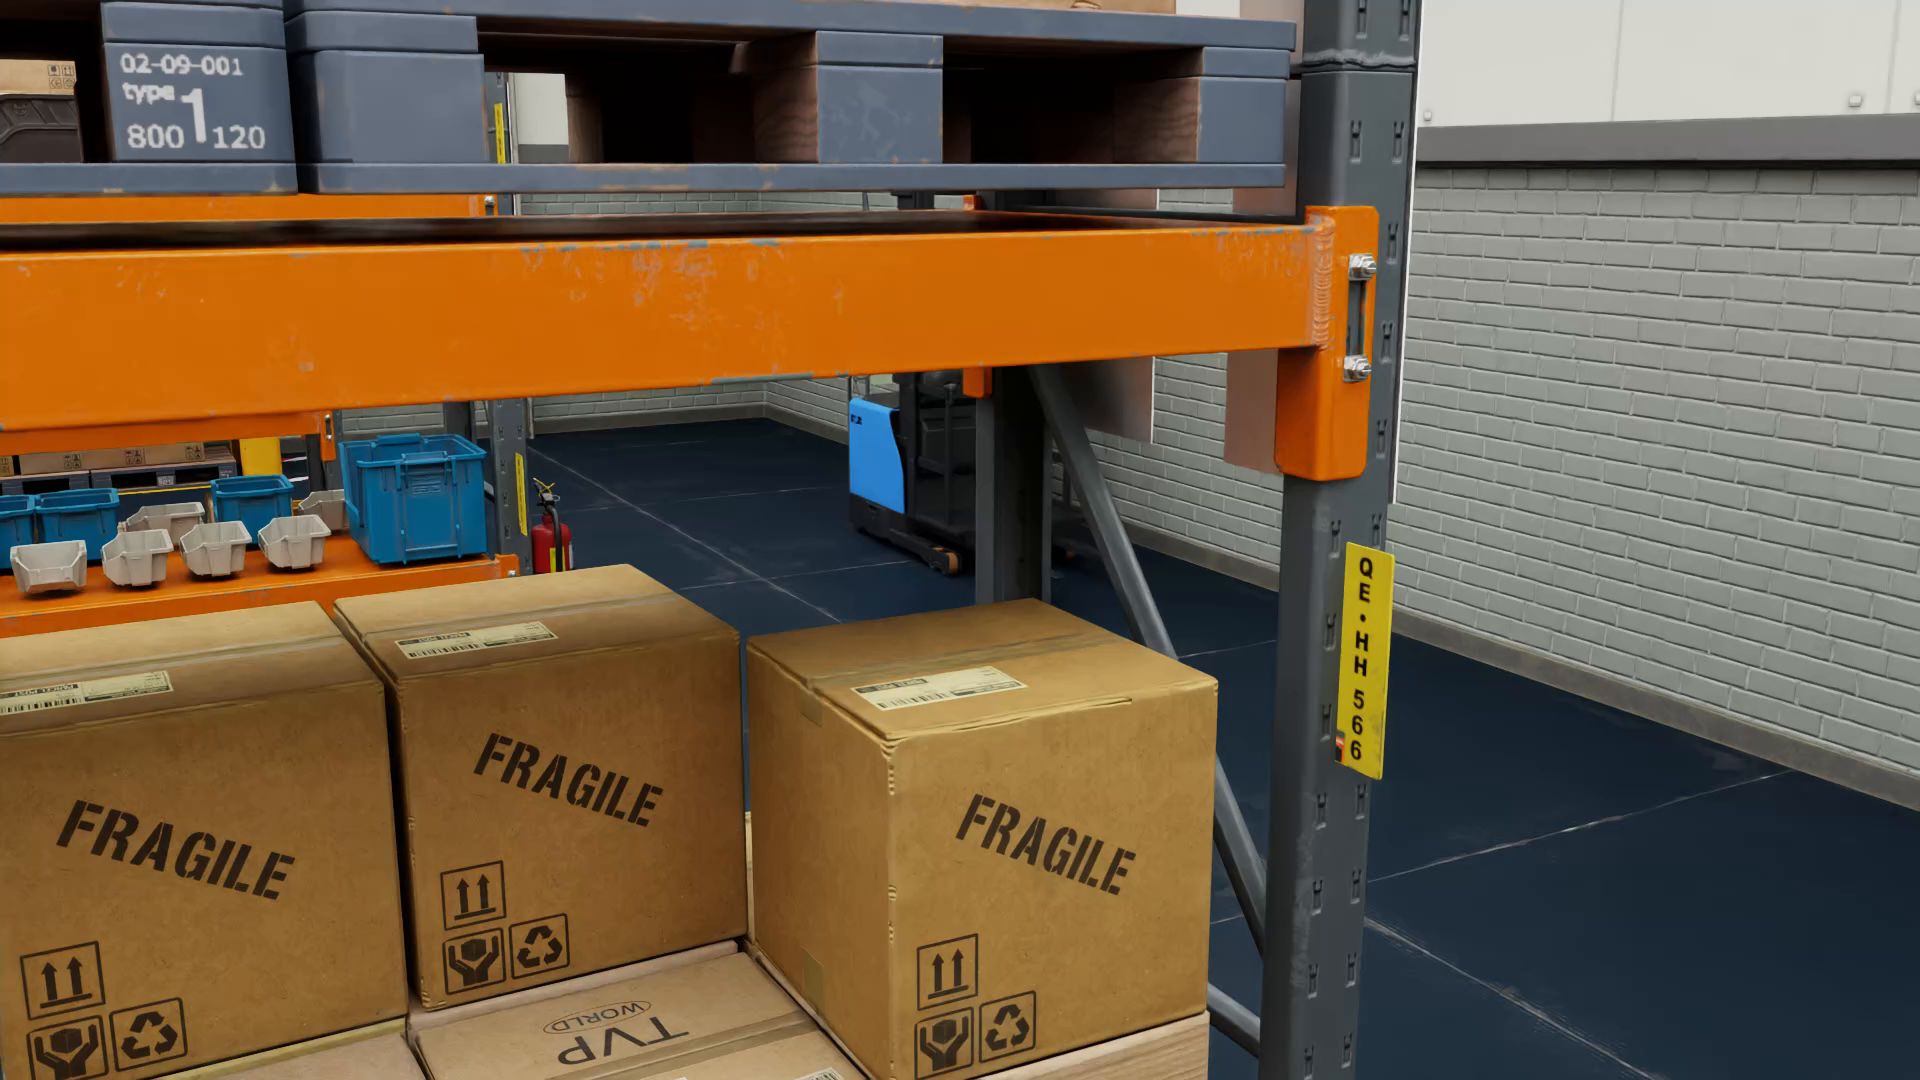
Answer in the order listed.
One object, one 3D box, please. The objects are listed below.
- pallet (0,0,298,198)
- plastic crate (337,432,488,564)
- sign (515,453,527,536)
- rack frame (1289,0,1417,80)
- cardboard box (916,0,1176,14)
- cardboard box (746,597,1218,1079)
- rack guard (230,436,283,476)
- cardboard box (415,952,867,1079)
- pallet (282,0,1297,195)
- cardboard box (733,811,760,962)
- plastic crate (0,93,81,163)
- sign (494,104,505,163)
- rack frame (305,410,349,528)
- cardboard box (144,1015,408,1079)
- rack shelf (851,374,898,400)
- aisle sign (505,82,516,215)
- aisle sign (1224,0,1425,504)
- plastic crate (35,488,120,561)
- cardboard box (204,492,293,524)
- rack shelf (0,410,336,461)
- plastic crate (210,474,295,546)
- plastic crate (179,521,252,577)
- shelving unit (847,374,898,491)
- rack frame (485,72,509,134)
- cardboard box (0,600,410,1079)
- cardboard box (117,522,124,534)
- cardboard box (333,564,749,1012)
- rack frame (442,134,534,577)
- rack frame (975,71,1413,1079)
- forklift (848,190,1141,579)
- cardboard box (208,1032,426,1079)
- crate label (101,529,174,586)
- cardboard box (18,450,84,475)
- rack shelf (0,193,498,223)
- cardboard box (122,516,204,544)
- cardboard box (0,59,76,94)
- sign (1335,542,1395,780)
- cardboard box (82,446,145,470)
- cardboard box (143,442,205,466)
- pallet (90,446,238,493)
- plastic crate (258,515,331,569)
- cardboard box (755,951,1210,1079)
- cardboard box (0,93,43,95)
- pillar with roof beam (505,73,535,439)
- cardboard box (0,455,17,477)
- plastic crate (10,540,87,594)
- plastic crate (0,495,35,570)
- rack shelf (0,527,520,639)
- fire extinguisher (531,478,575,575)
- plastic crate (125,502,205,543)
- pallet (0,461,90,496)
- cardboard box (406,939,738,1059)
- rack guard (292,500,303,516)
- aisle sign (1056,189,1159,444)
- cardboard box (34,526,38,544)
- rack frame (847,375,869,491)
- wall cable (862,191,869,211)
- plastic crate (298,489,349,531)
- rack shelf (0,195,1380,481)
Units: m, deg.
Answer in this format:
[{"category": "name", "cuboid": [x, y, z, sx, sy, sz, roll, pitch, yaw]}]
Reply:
[{"category": "pallet", "cuboid": [-1.399, -0.466, 1.719, 1.213, 0.211, 1.003, -7, 14, -28]}, {"category": "plastic crate", "cuboid": [-2.258, -0.185, 6.883, 0.499, 0.435, 0.616, -7, 14, -28]}, {"category": "sign", "cuboid": [-1.776, -0.185, 6.729, 0.005, 0.325, 0.100, -7, 14, -28]}, {"category": "rack frame", "cuboid": [0.320, -2.182, 2.310, 0.127, 3.000, 1.000, -7, 14, -28]}, {"category": "cardboard box", "cuboid": [-0.111, -0.956, 2.282, 0.500, 0.500, 0.700, -8, 15, -31]}, {"category": "cardboard box", "cuboid": [0.018, 0.409, 2.417, 0.500, 0.500, 0.500, -7, 14, -27]}, {"category": "rack guard", "cuboid": [-6.779, -0.902, 15.979, 0.348, 0.500, 1.175, -7, 14, -28]}, {"category": "cardboard box", "cuboid": [-0.424, 0.828, 2.262, 0.500, 0.250, 0.500, -7, 15, -29]}, {"category": "pallet", "cuboid": [-0.327, -0.595, 2.293, 1.213, 0.211, 1.003, -7, 14, -28]}, {"category": "cardboard box", "cuboid": [-0.231, 0.671, 2.959, 0.500, 0.250, 0.500, -7, 15, -29]}, {"category": "plastic crate", "cuboid": [-3.526, -1.535, 6.409, 0.767, 0.338, 0.504, -7, 14, -28]}, {"category": "sign", "cuboid": [-1.776, -1.518, 6.429, 0.005, 0.325, 0.100, -7, 14, -28]}, {"category": "rack frame", "cuboid": [-4.424, -1.165, 11.453, 0.127, 3.000, 1.000, -7, 14, -28]}, {"category": "cardboard box", "cuboid": [-1.127, 0.779, 2.479, 0.500, 0.250, 0.500, -7, 15, -30]}, {"category": "rack shelf", "cuboid": [-0.511, -1.325, 13.798, 0.720, 0.370, 0.431, -7, 14, -27]}, {"category": "aisle sign", "cuboid": [-1.850, -1.429, 6.707, 0.004, 0.787, 0.394, -7, 14, -28]}, {"category": "aisle sign", "cuboid": [0.527, -0.473, 2.460, 0.004, 0.787, 0.394, -7, 14, -28]}, {"category": "plastic crate", "cuboid": [-3.584, -0.056, 6.773, 0.300, 0.233, 0.416, -7, 14, -28]}, {"category": "cardboard box", "cuboid": [-4.783, -0.055, 11.214, 0.500, 0.500, 0.500, -7, 14, -28]}, {"category": "rack shelf", "cuboid": [-6.179, -0.604, 10.597, 4.000, 0.370, 1.077, -7, 14, -28]}, {"category": "plastic crate", "cuboid": [-3.006, -0.126, 7.080, 0.300, 0.233, 0.416, -7, 14, -28]}, {"category": "plastic crate", "cuboid": [-2.944, 0.038, 6.573, 0.243, 0.136, 0.396, -7, 14, -28]}, {"category": "shelving unit", "cuboid": [-0.510, -0.944, 13.882, 0.755, 1.500, 0.431, -7, 14, -27]}, {"category": "rack frame", "cuboid": [-2.054, -3.137, 6.551, 0.127, 3.000, 1.000, -7, 14, -28]}, {"category": "cardboard box", "cuboid": [-1.122, 0.414, 2.396, 0.500, 0.500, 0.500, -7, 15, -29]}, {"category": "cardboard box", "cuboid": [-5.915, 0.070, 11.228, 0.500, 0.250, 0.500, -7, 14, -28]}, {"category": "cardboard box", "cuboid": [-0.670, 0.358, 2.643, 0.500, 0.500, 0.500, -7, 15, -29]}, {"category": "rack frame", "cuboid": [-2.054, -0.210, 7.210, 0.127, 3.000, 1.000, -7, 14, -28]}, {"category": "rack frame", "cuboid": [0.320, 0.745, 2.969, 0.127, 3.000, 1.000, -7, 14, -28]}, {"category": "forklift", "cuboid": [0.231, -1.289, 12.161, 1.130, 2.935, 3.031, -7, 14, -27]}, {"category": "cardboard box", "cuboid": [-0.871, 0.882, 2.024, 0.500, 0.250, 0.500, -7, 15, -30]}, {"category": "crate label", "cuboid": [-3.177, 0.072, 6.422, 0.243, 0.136, 0.396, -7, 14, -28]}, {"category": "cardboard box", "cuboid": [-8.247, -0.906, 15.039, 0.500, 0.500, 0.700, -7, 15, -30]}, {"category": "rack shelf", "cuboid": [-3.809, -1.112, 6.025, 4.000, 0.370, 1.077, -7, 14, -28]}, {"category": "cardboard box", "cuboid": [-5.476, 0.017, 11.462, 0.500, 0.250, 0.500, -7, 14, -28]}, {"category": "cardboard box", "cuboid": [-5.734, -2.998, 10.262, 0.500, 0.500, 0.700, -7, 14, -28]}, {"category": "sign", "cuboid": [0.567, 0.170, 2.344, 0.005, 0.325, 0.100, -7, 14, -28]}, {"category": "cardboard box", "cuboid": [-7.806, -0.959, 15.275, 0.500, 0.500, 0.700, -7, 14, -28]}, {"category": "cardboard box", "cuboid": [-7.367, -1.012, 15.509, 0.500, 0.500, 0.700, -7, 14, -28]}, {"category": "pallet", "cuboid": [-7.465, -0.659, 15.559, 1.213, 0.211, 1.003, -7, 14, -28]}, {"category": "plastic crate", "cuboid": [-2.683, 0.010, 6.696, 0.243, 0.136, 0.396, -7, 14, -28]}, {"category": "cardboard box", "cuboid": [0.021, 0.775, 2.499, 0.500, 0.250, 0.500, -7, 15, -29]}, {"category": "cardboard box", "cuboid": [-5.632, -2.591, 10.163, 0.500, 0.250, 0.500, -7, 14, -28]}, {"category": "pillar with roof beam", "cuboid": [-2.782, -4.667, 13.351, 0.400, 9.000, 9.100, -7, 14, -28]}, {"category": "cardboard box", "cuboid": [-8.712, -0.848, 14.784, 0.500, 0.500, 0.700, -6, 14, -27]}, {"category": "plastic crate", "cuboid": [-3.428, 0.107, 6.268, 0.250, 0.136, 0.298, -7, 14, -28]}, {"category": "plastic crate", "cuboid": [-3.847, -0.025, 6.632, 0.300, 0.233, 0.416, -7, 14, -28]}, {"category": "rack shelf", "cuboid": [-3.809, 0.351, 6.354, 4.000, 0.370, 1.077, -7, 14, -28]}, {"category": "fire extinguisher", "cuboid": [-1.703, 0.081, 6.941, 0.183, 0.674, 0.296, -7, 14, -28]}, {"category": "plastic crate", "cuboid": [-3.345, -0.059, 7.003, 0.298, 0.136, 0.250, -7, 14, -28]}, {"category": "pallet", "cuboid": [-8.534, -0.532, 14.993, 1.213, 0.211, 1.003, -7, 14, -28]}, {"category": "cardboard box", "cuboid": [-0.684, 0.727, 2.711, 0.500, 0.250, 0.500, -7, 14, -29]}, {"category": "rack guard", "cuboid": [-4.490, 0.063, 11.692, 0.348, 0.500, 1.175, -7, 14, -28]}, {"category": "aisle sign", "cuboid": [0.239, -0.589, 2.974, 0.004, 0.787, 0.394, -7, 14, -28]}, {"category": "cardboard box", "cuboid": [-6.288, 0.061, 10.692, 0.637, 0.503, 0.797, -7, 14, -28]}, {"category": "rack frame", "cuboid": [-0.834, -0.906, 13.716, 0.023, 1.500, 0.400, -7, 14, -27]}, {"category": "wall cable", "cuboid": [-1.665, -4.057, 17.714, 0.112, 2.526, 3.097, -7, 14, -28]}, {"category": "plastic crate", "cuboid": [-2.749, -0.130, 7.320, 0.298, 0.136, 0.250, -7, 14, -28]}, {"category": "rack shelf", "cuboid": [-1.436, -0.157, 1.783, 4.000, 0.370, 1.077, -7, 14, -28]}]
